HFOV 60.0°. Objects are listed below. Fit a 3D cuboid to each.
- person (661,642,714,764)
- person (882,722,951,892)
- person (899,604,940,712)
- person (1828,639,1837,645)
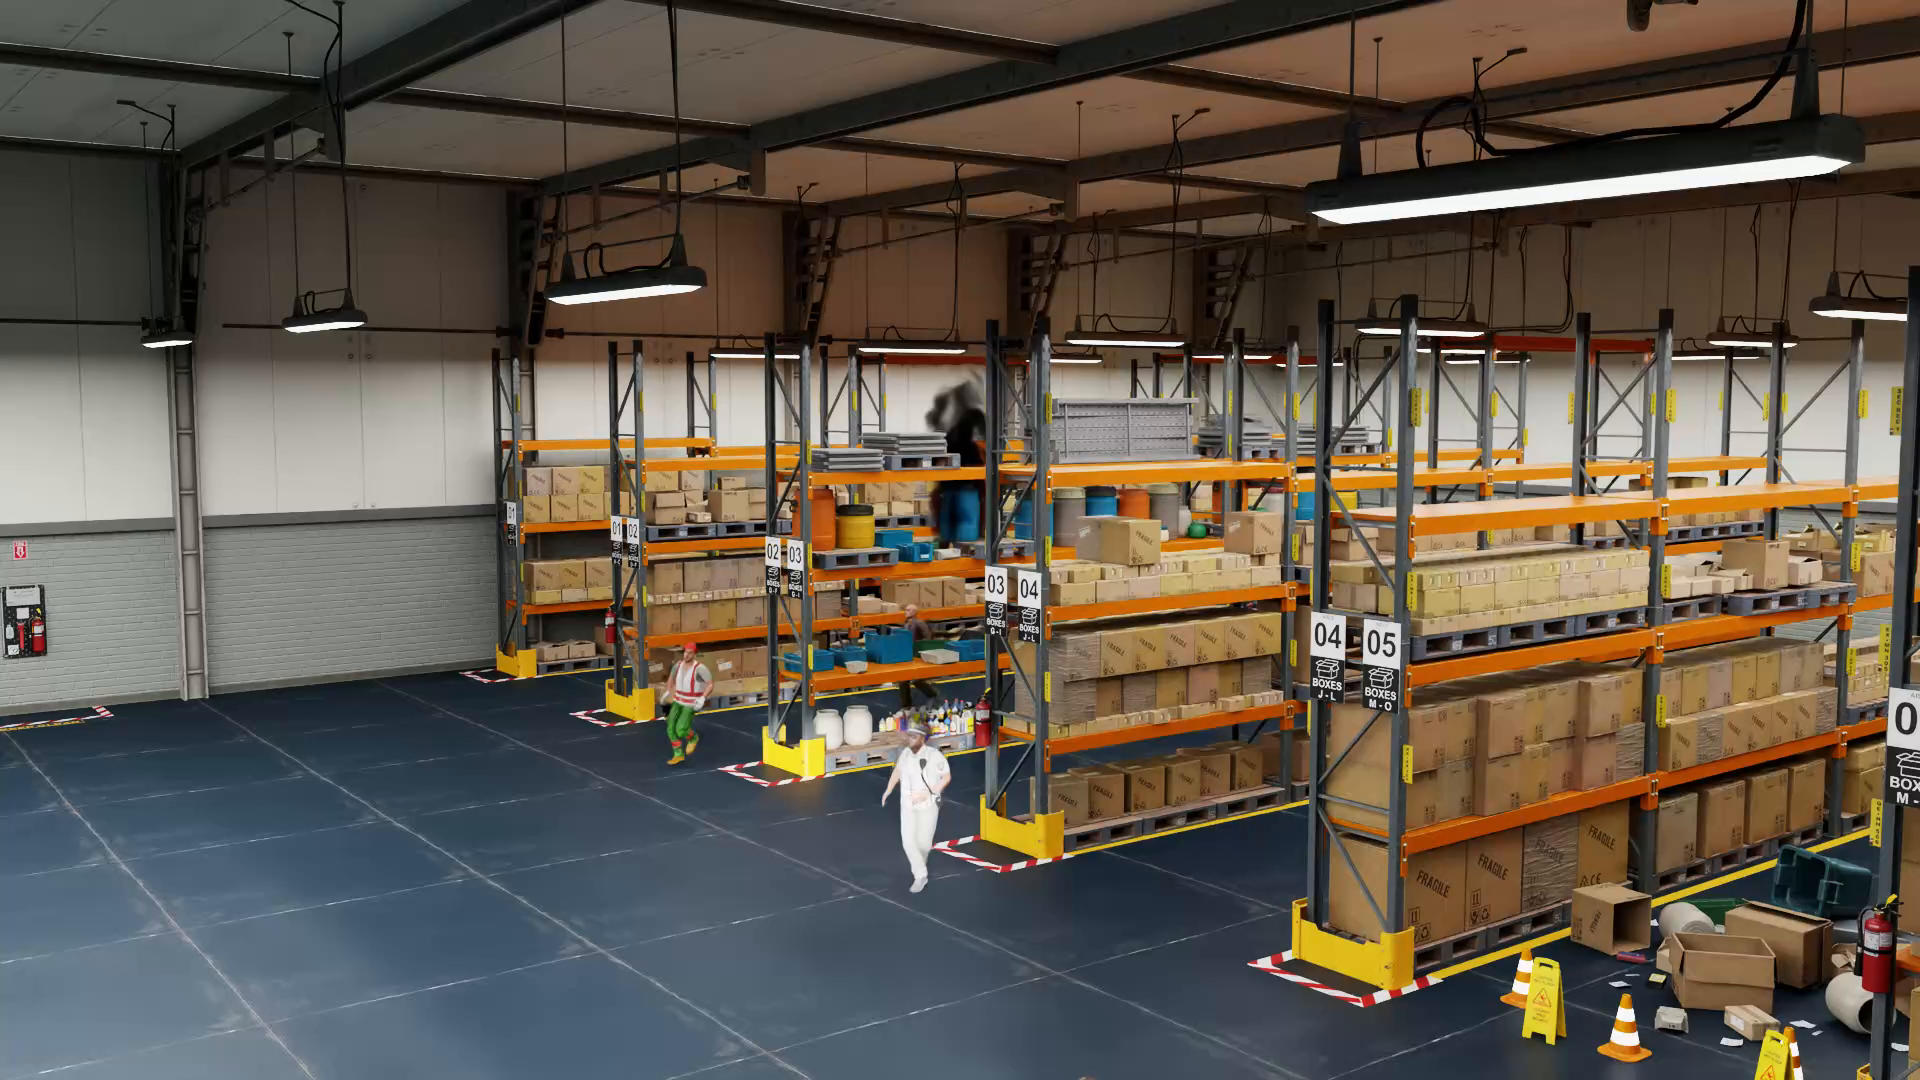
[{"bbox_3d":[-3.806,2.279,23.211,0.714,1.732,0.562,3,6,28],"label":"person"},{"bbox_3d":[-0.452,2.781,17.496,0.765,1.769,0.562,2,5,21],"label":"person"},{"bbox_3d":[-0.670,1.933,26.838,0.867,1.824,0.729,-4,6,-38],"label":"person"},{"bbox_3d":[12.596,2.260,23.863,0.882,1.697,0.610,-3,6,-33],"label":"person"}]
